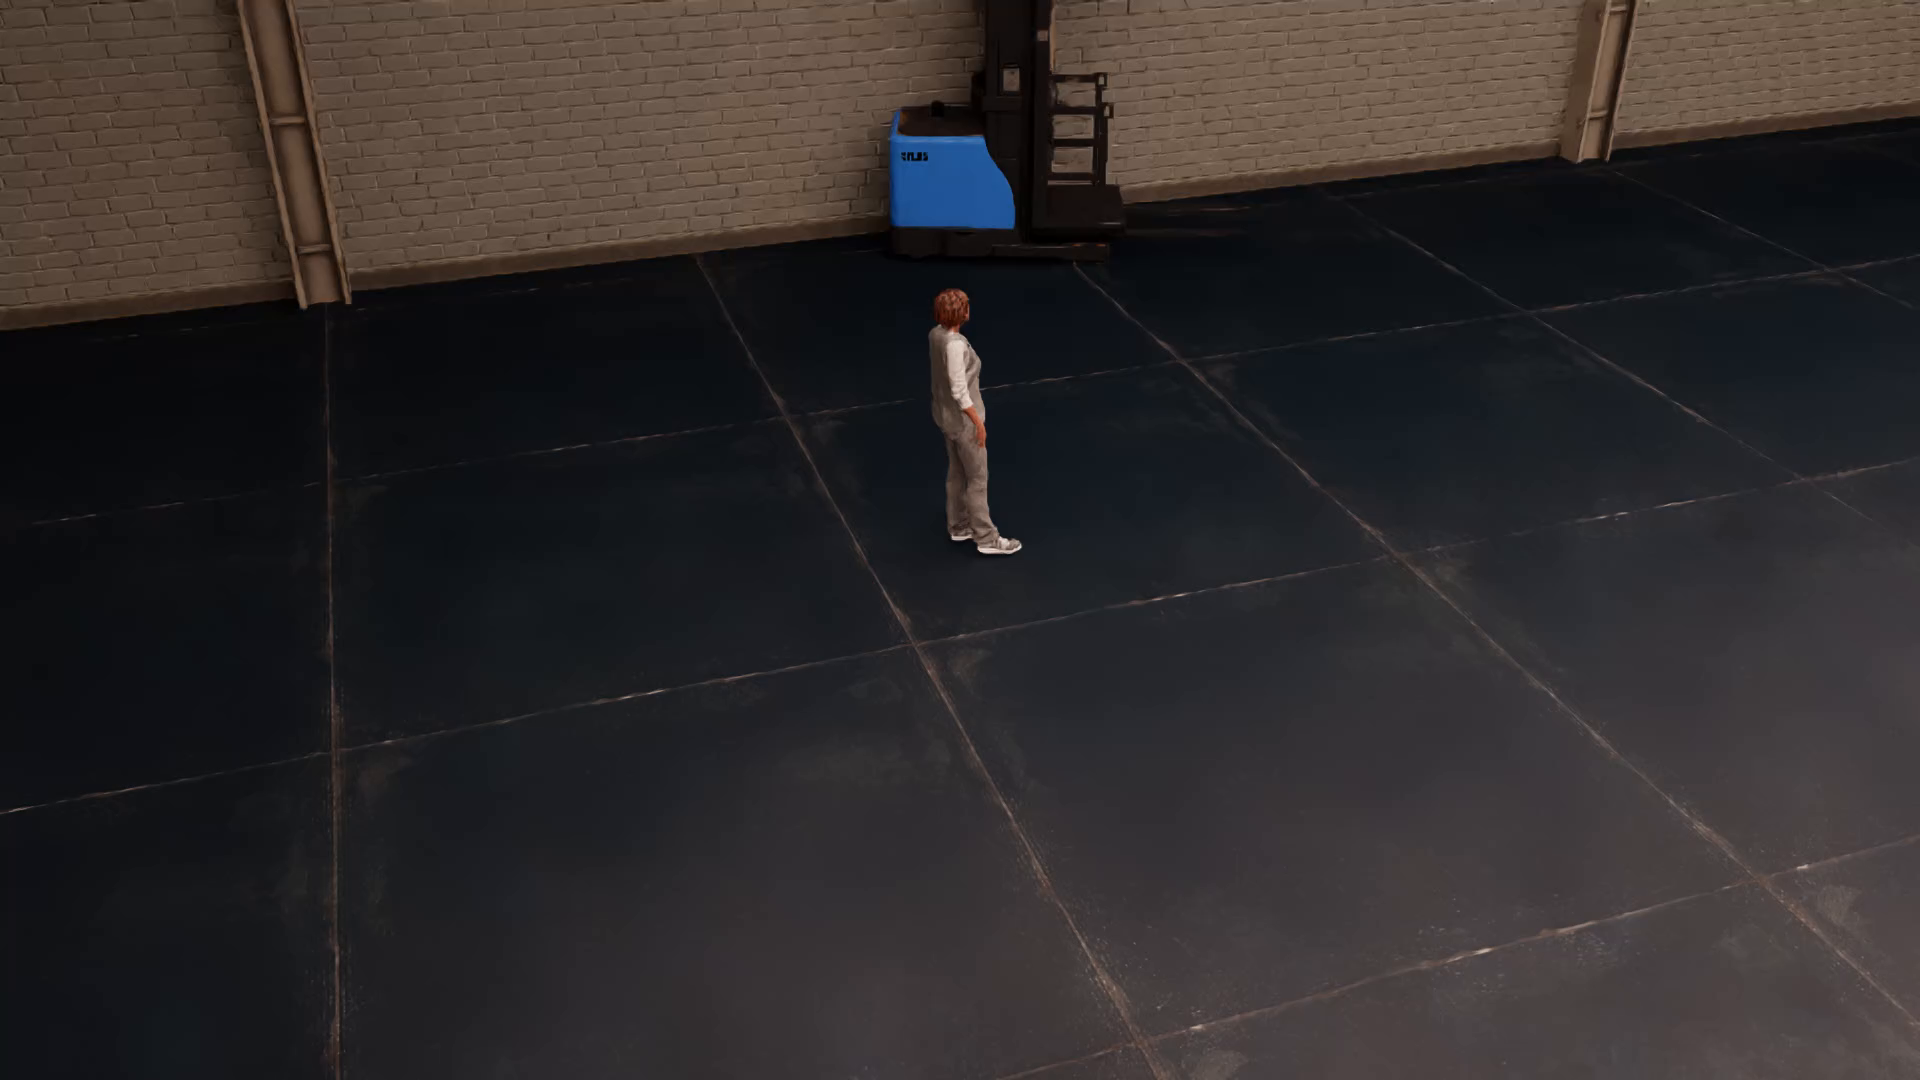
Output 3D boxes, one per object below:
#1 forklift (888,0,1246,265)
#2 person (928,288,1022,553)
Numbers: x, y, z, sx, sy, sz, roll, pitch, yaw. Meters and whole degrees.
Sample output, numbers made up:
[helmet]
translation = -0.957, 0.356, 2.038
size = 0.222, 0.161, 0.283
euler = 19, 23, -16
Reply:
[forklift]
translation = 0.923, -3.869, 13.812
size = 3.031, 2.935, 1.130
euler = 1, 30, 1
[person]
translation = 0.075, -0.704, 9.633
size = 0.474, 1.597, 0.521
euler = -10, 31, -16
